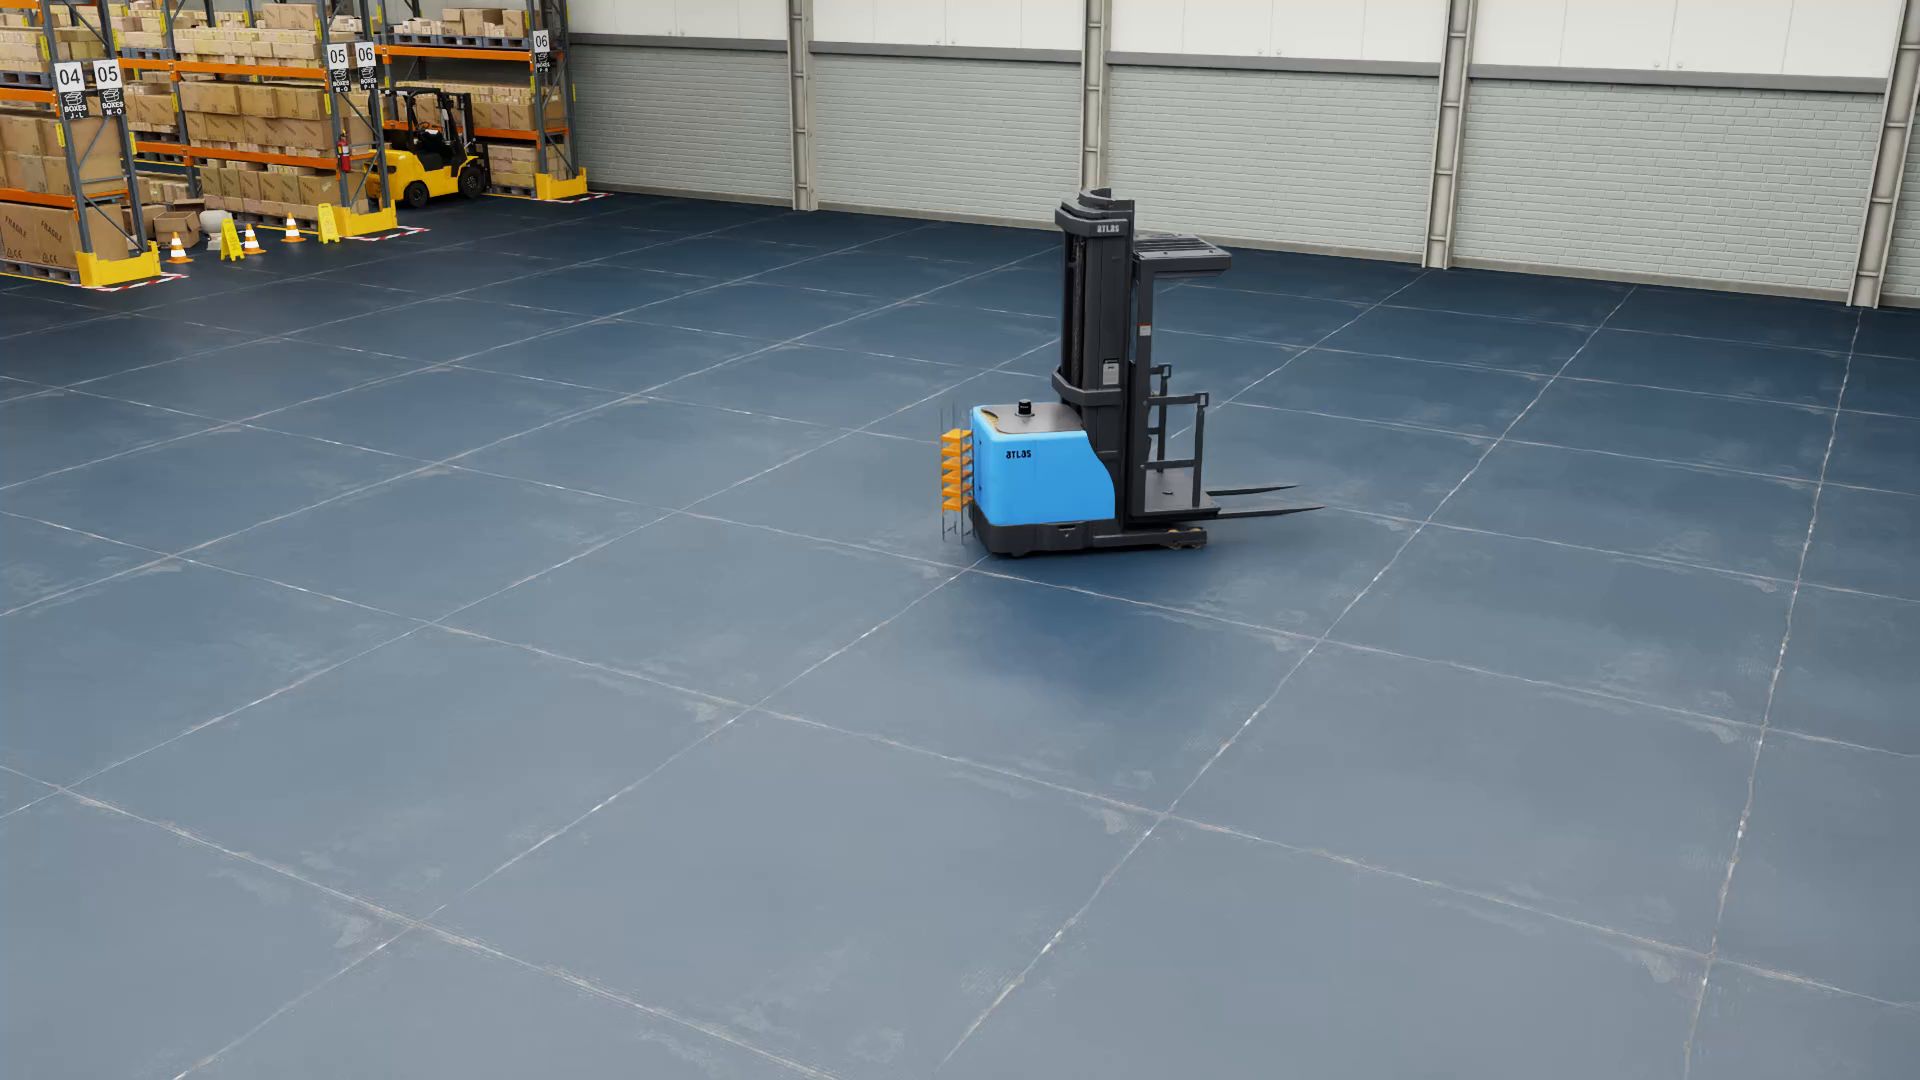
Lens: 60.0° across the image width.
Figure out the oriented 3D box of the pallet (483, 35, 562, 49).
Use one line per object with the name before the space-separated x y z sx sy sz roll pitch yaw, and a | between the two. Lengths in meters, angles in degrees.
pallet | -8.619 -9.836 32.812 1.213 0.211 1.003 11 23 27

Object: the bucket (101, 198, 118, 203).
bucket | -15.007 -5.878 28.741 0.726 0.611 0.620 -16 16 -38

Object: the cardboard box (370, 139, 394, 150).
cardboard box | -11.968 -8.171 35.360 0.625 0.625 0.875 12 23 30

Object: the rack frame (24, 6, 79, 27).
rack frame | -17.416 -11.014 31.532 0.127 3.000 1.000 11 23 27

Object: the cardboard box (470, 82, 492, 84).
cardboard box | -9.773 -9.262 33.964 0.250 0.149 0.380 12 23 29

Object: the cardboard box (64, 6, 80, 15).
cardboard box | -20.388 -12.317 38.573 0.500 0.250 0.500 11 23 29

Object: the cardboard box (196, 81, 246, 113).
cardboard box | -13.211 -7.956 29.851 0.500 0.500 0.700 11 23 28

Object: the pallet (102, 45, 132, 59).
pallet | -15.318 -9.156 31.085 1.003 0.211 1.213 11 23 27

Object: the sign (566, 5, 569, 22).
sign | -7.739 -10.364 32.741 0.005 0.325 0.100 11 23 27

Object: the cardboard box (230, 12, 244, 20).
cardboard box | -15.621 -11.383 36.148 0.250 0.149 0.380 10 22 25

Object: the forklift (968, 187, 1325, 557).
forklift | 1.642 -1.470 14.120 3.031 2.935 1.130 -4 20 -11

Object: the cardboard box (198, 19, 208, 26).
cardboard box | -16.536 -11.408 36.653 0.250 0.149 0.380 12 23 29

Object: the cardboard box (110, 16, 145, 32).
cardboard box | -15.394 -9.522 30.689 0.500 0.250 0.500 11 23 28

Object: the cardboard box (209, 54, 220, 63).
cardboard box | -13.101 -8.574 29.572 0.250 0.149 0.380 12 23 29

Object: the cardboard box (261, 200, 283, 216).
cardboard box | -12.177 -5.996 29.914 0.500 0.250 0.500 10 22 25

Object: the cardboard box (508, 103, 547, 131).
cardboard box | -8.572 -8.392 32.956 0.500 0.500 0.500 10 22 26

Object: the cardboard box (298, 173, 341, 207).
cardboard box | -11.259 -6.176 29.310 0.500 0.500 0.500 11 23 28

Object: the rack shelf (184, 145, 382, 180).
rack shelf | -12.178 -6.858 29.927 4.000 0.370 1.077 11 23 27

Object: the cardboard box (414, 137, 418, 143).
cardboard box | -11.237 -8.208 34.544 0.500 0.250 0.500 10 22 26

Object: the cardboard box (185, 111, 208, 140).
cardboard box | -13.676 -7.559 30.223 0.500 0.500 0.500 11 23 27

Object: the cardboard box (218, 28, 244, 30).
cardboard box | -13.093 -9.117 29.901 0.250 0.149 0.380 11 23 29

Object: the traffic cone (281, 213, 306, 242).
traffic cone | -11.437 -5.358 28.458 0.334 0.463 0.336 11 23 27

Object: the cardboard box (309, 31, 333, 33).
cardboard box | -11.059 -8.747 28.881 0.250 0.149 0.380 11 23 27

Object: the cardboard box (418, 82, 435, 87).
cardboard box | -10.874 -9.301 34.073 0.250 0.149 0.380 10 22 26

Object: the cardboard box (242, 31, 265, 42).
cardboard box | -12.227 -8.744 28.871 0.250 0.149 0.380 11 23 29

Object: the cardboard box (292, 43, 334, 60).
cardboard box | -11.010 -8.348 28.364 0.500 0.250 0.500 10 22 27

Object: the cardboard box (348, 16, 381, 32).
cardboard box | -12.257 -10.667 34.343 0.500 0.311 0.500 10 22 26

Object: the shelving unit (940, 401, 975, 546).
shelving unit | -0.019 -0.560 14.140 0.189 1.200 0.258 10 23 26

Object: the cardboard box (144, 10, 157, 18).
cardboard box | -17.976 -11.755 37.144 0.250 0.149 0.380 10 22 26

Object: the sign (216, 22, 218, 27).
sign | -13.666 -9.345 30.570 0.005 0.325 0.100 11 23 27

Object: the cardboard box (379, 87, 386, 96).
cardboard box | -11.913 -9.350 34.643 0.250 0.149 0.380 12 23 29

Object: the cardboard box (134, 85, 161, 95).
cardboard box | -15.045 -8.338 30.803 0.250 0.149 0.380 10 22 26

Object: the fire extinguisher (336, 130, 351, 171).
fire extinguisher | -10.557 -6.671 28.470 0.183 0.674 0.296 11 23 27

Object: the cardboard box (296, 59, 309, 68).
cardboard box | -11.113 -8.163 28.440 0.250 0.149 0.380 11 23 28

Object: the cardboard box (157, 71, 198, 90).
cardboard box | -17.726 -10.349 37.733 0.500 0.500 0.700 11 23 28

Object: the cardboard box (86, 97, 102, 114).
cardboard box | -16.211 -8.264 31.548 0.500 0.500 0.500 11 23 28

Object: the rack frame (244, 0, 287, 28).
rack frame | -14.999 -12.492 35.607 0.127 3.000 1.000 11 23 27

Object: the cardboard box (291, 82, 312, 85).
cardboard box | -14.159 -9.765 35.787 0.250 0.149 0.380 11 23 28

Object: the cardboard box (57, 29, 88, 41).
cardboard box | -13.112 -7.477 24.615 0.250 0.149 0.380 11 23 28

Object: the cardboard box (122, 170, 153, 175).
cardboard box | -16.280 -6.939 32.333 0.625 0.372 0.950 10 22 26

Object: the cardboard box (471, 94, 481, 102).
cardboard box | -9.586 -8.874 33.332 0.250 0.149 0.380 11 23 28

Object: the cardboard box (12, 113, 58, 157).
cardboard box | -13.588 -6.088 24.947 0.550 0.550 0.875 11 23 27

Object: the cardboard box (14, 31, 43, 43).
cardboard box | -13.435 -7.281 24.077 0.250 0.149 0.380 11 23 28

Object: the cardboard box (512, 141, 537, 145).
cardboard box | -8.780 -7.935 33.791 0.500 0.250 0.500 11 23 27

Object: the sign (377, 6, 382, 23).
sign | -11.763 -10.645 33.693 0.005 0.325 0.100 11 23 27

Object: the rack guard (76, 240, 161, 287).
rack guard | -12.737 -4.194 25.194 0.348 0.500 1.175 11 23 27

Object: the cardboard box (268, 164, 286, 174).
cardboard box | -12.059 -6.609 29.553 0.250 0.149 0.380 12 23 30

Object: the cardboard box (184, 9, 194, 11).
cardboard box | -17.274 -11.826 37.339 0.250 0.149 0.380 10 22 26

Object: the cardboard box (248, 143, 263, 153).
cardboard box | -12.460 -7.014 29.670 0.250 0.149 0.380 11 23 27

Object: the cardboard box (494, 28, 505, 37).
cardboard box | -8.886 -9.926 32.536 0.250 0.149 0.380 10 22 26

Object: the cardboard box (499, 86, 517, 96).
cardboard box | -8.902 -8.898 32.961 0.250 0.149 0.380 11 23 28

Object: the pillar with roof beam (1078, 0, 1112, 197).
pillar with roof beam | 0.194 -8.269 23.964 0.400 9.000 9.100 11 23 27

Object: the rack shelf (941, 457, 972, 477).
rack shelf | -0.019 -0.630 14.114 0.180 0.103 0.258 10 23 26
